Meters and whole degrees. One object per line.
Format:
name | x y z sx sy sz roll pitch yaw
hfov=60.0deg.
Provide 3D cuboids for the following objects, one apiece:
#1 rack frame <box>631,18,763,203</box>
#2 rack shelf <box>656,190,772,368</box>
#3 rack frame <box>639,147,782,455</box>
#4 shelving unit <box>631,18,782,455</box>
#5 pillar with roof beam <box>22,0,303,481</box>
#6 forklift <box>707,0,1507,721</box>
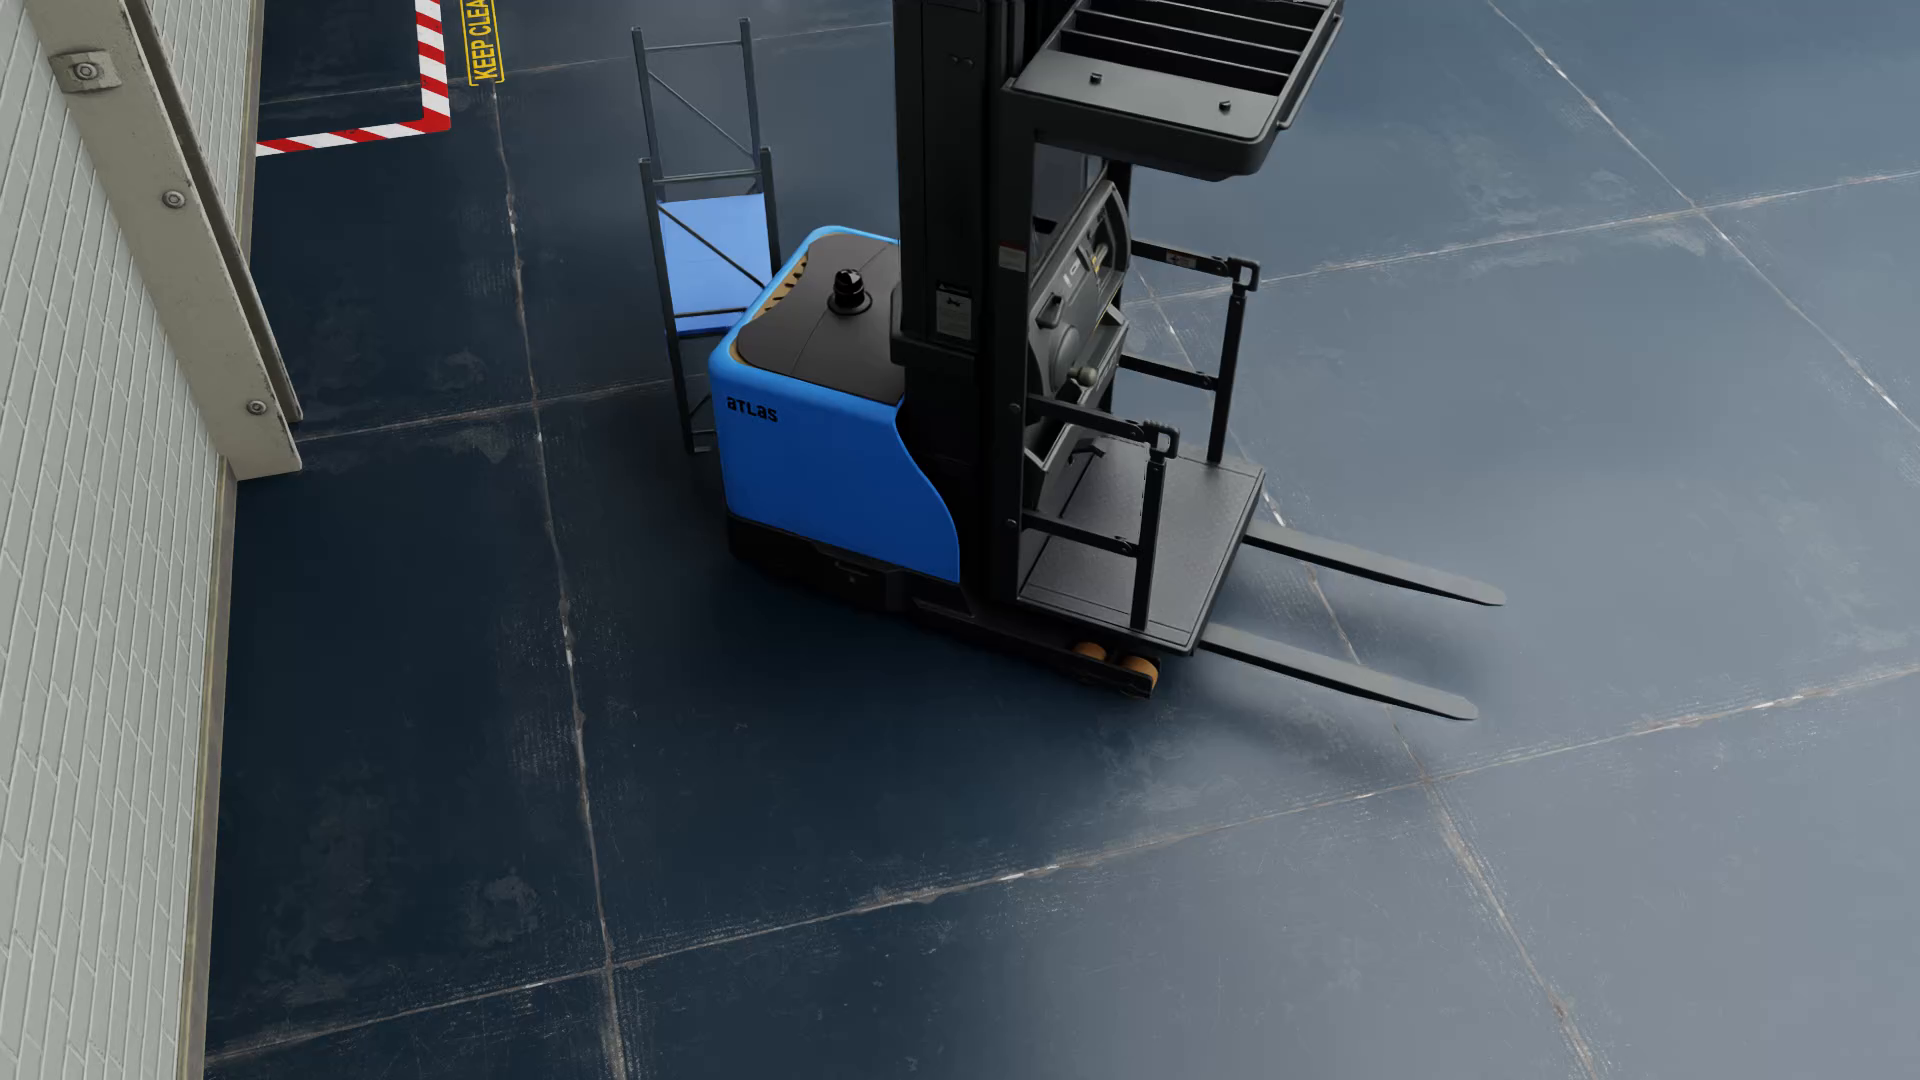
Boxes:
rack frame | -1.141 -1.660 7.577 0.500 1.500 0.032 -7 46 -7
rack shelf | -1.057 -1.176 7.355 0.538 0.185 1.000 -7 46 -7
rack frame | -0.972 -0.944 6.876 0.500 1.500 0.032 -7 46 -7
shelving unit | -1.057 -1.302 7.227 0.538 1.500 1.048 -7 46 -7
pillar with roof beam | 1.070 -4.354 4.967 9.100 9.000 0.400 -11 47 -10
forklift | 0.608 -0.852 5.783 3.031 2.935 1.130 17 48 16
